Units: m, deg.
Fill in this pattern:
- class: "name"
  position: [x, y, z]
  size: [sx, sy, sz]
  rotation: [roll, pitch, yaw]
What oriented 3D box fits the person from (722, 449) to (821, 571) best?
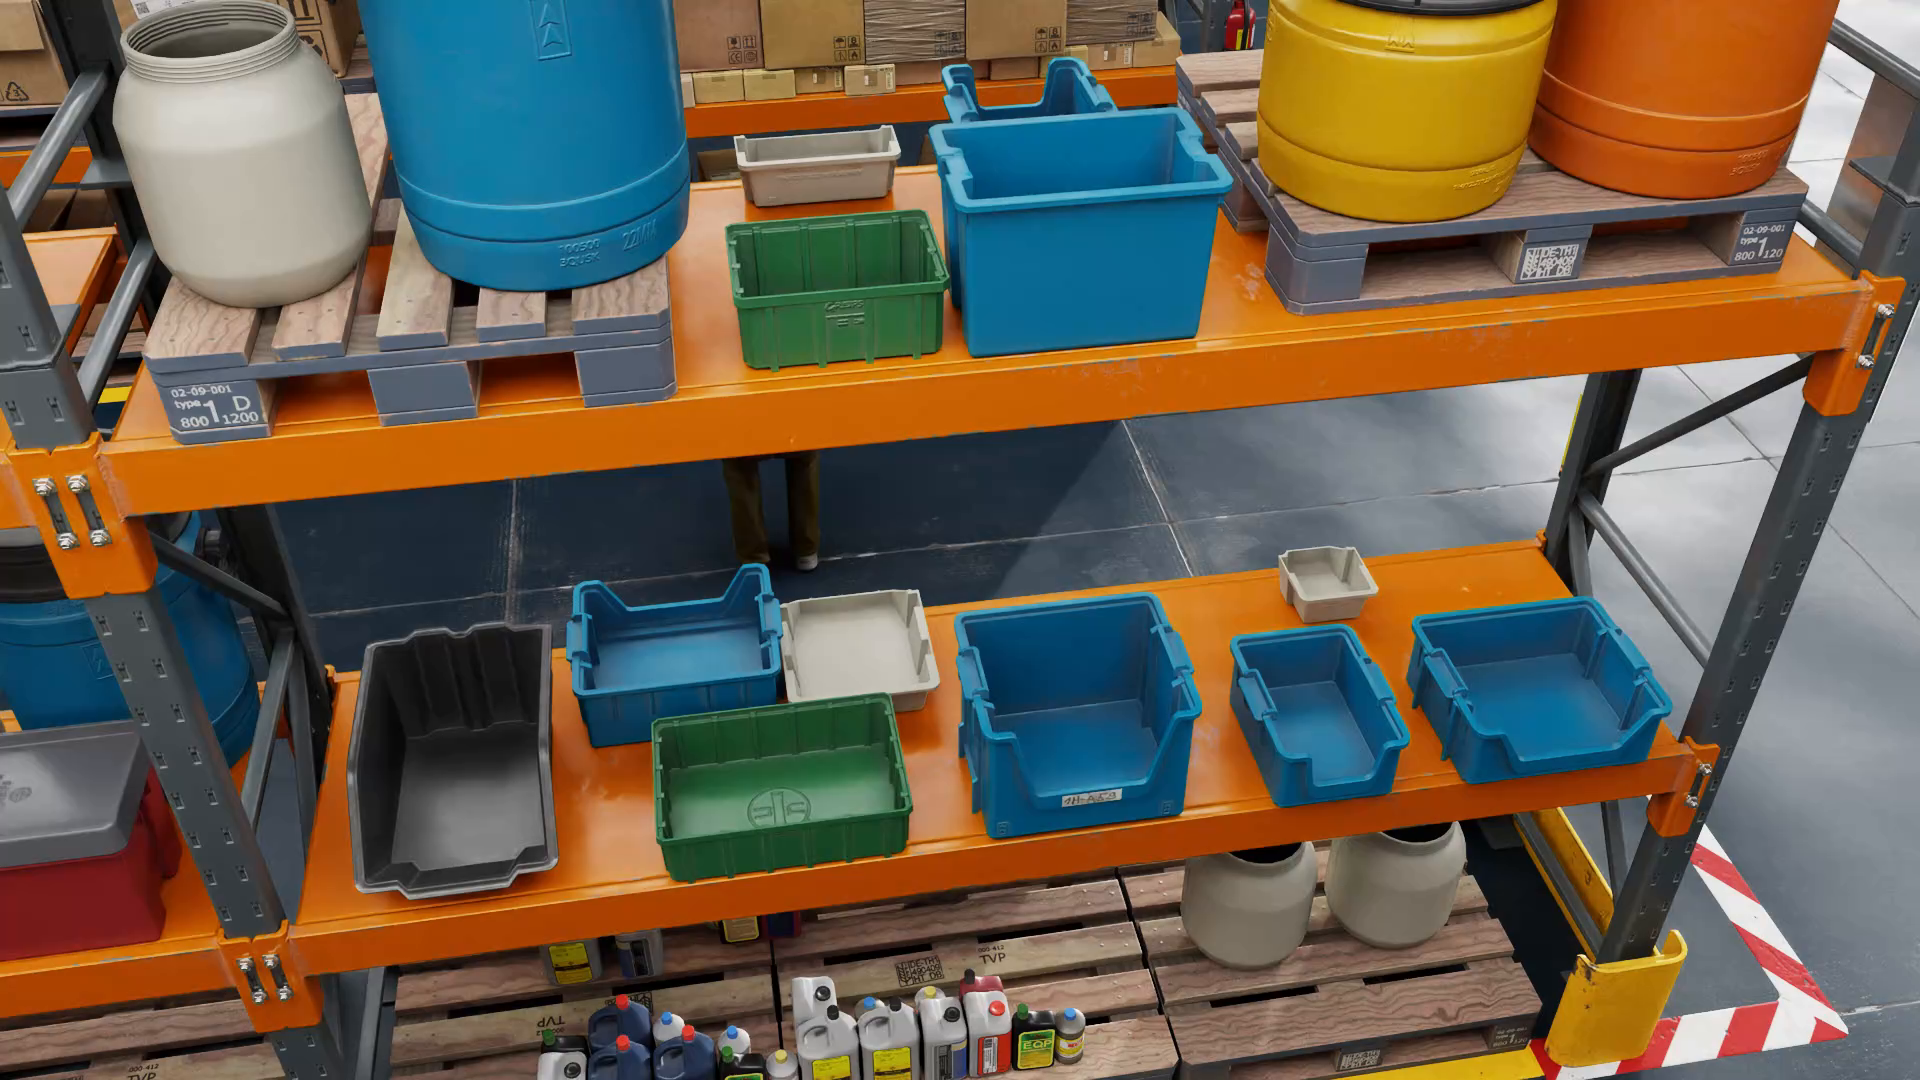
- class: "person"
  position: [-0.825, -0.638, 7.053]
  size: [0.540, 1.691, 0.625]
  rotation: [-6, 39, -8]
